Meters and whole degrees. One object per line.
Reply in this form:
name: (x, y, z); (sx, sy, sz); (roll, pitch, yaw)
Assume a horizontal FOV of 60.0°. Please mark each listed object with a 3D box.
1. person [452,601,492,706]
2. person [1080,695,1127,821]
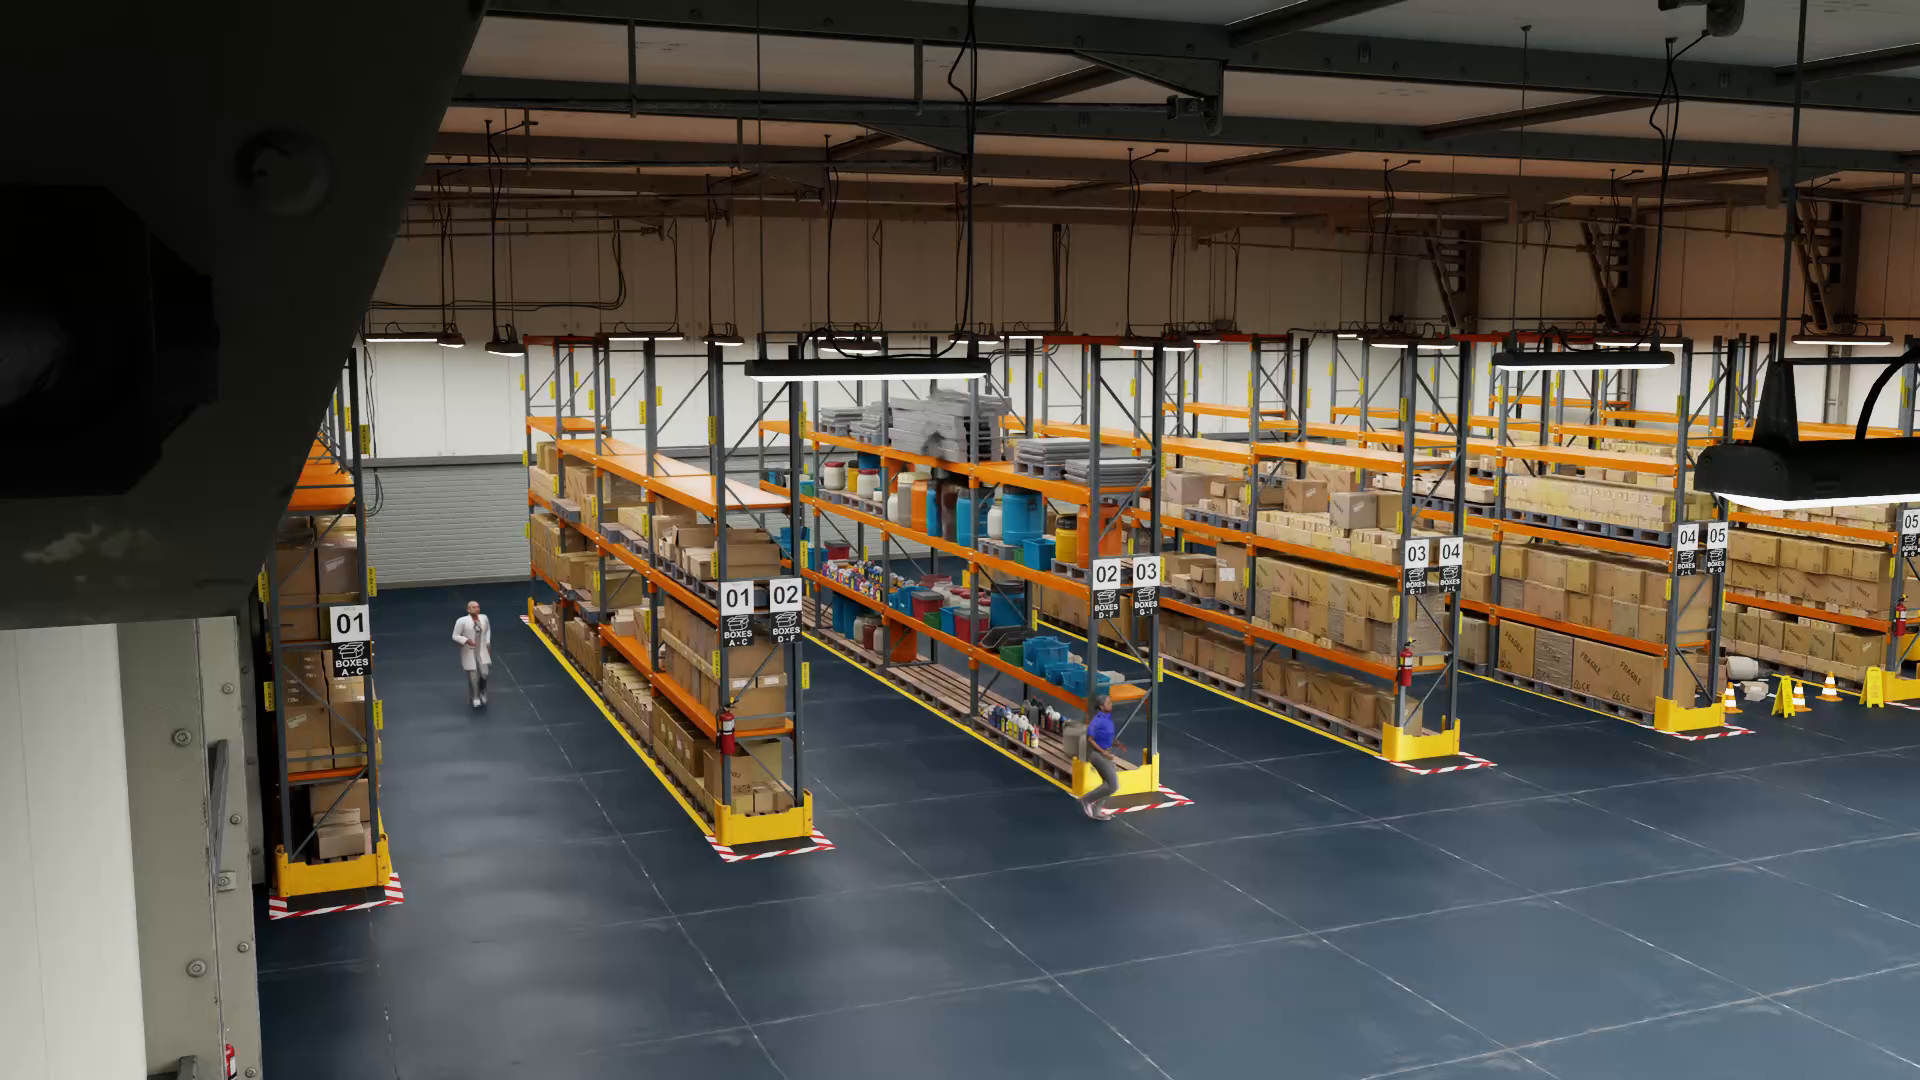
person: (-7.898, 1.864, 27.102); (0.684, 1.746, 0.659); (-5, 9, -34)
person: (1.817, 2.749, 21.005); (0.547, 1.612, 0.555); (2, 8, 15)
